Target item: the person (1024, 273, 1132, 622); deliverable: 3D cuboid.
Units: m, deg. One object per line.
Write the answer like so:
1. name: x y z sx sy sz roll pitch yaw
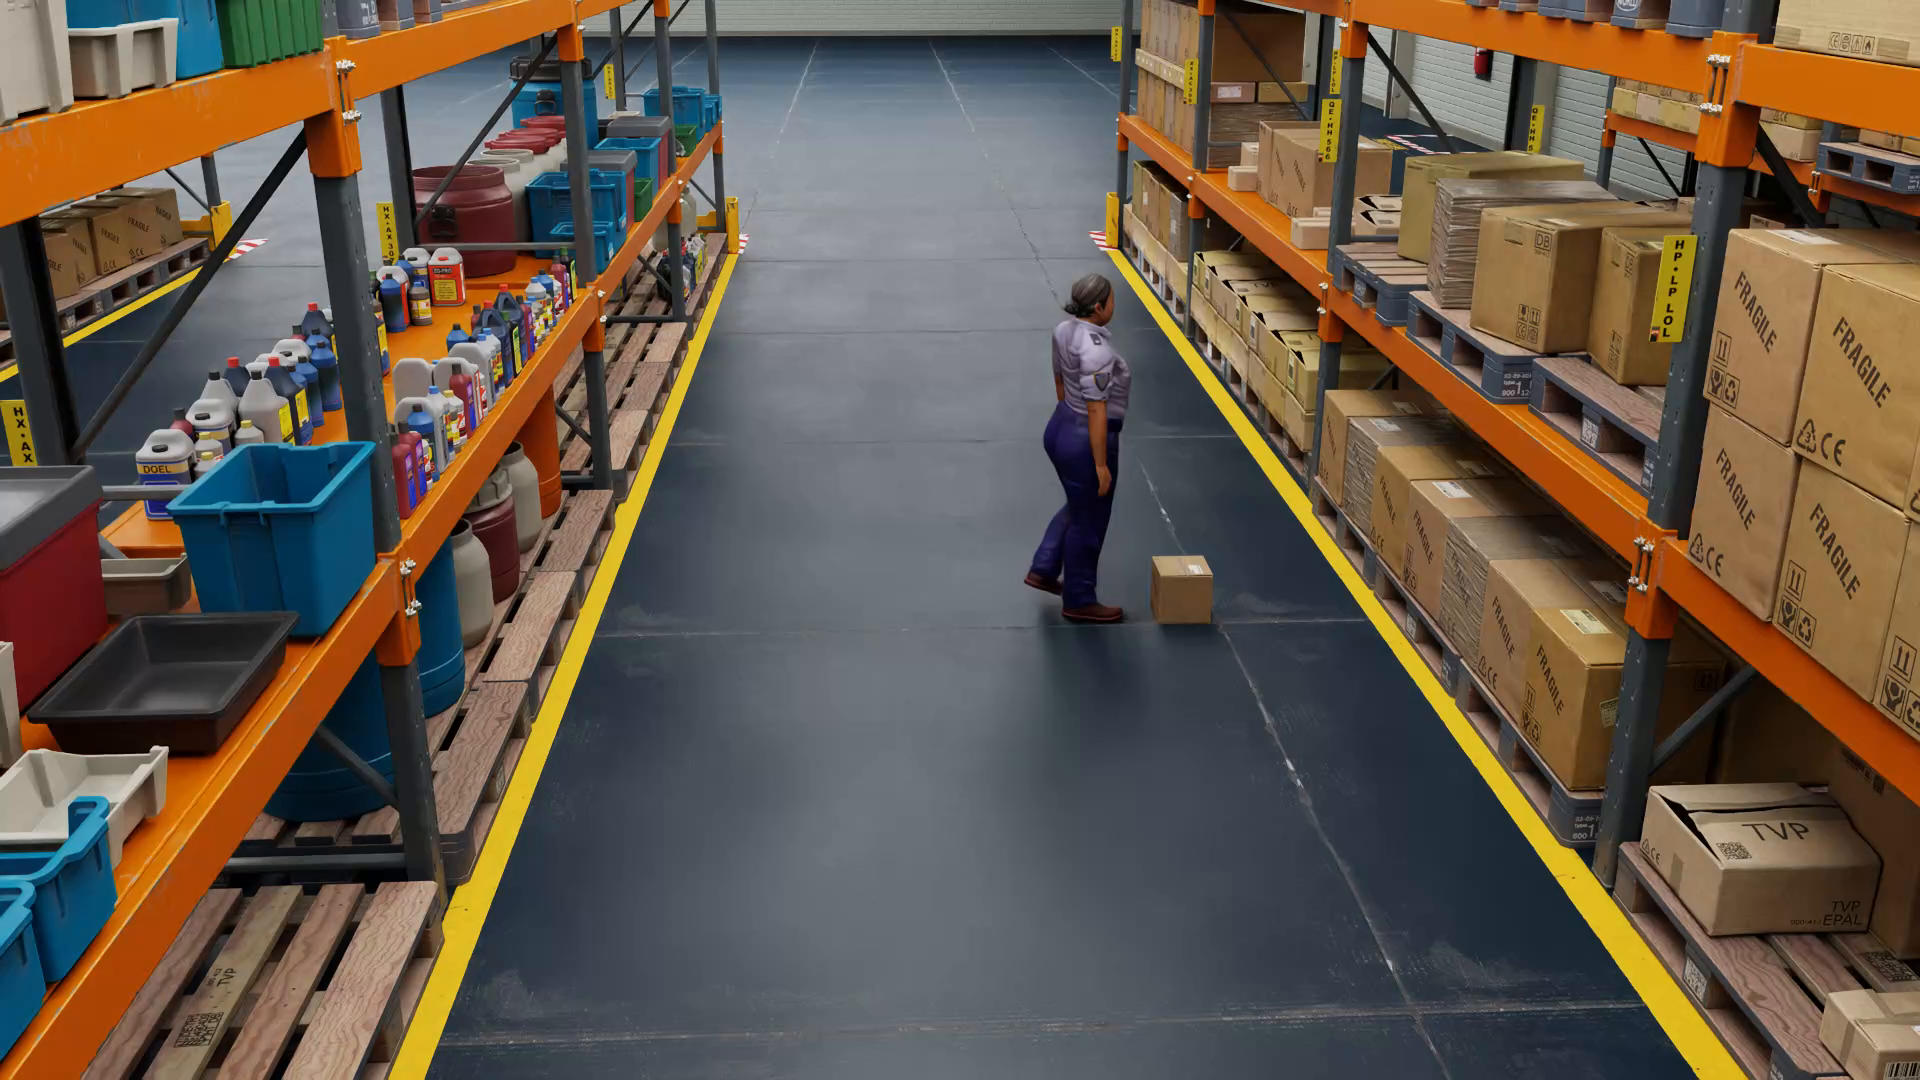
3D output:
1. person: 0.551 -0.415 7.667 0.433 1.659 0.529 -6 21 -15
